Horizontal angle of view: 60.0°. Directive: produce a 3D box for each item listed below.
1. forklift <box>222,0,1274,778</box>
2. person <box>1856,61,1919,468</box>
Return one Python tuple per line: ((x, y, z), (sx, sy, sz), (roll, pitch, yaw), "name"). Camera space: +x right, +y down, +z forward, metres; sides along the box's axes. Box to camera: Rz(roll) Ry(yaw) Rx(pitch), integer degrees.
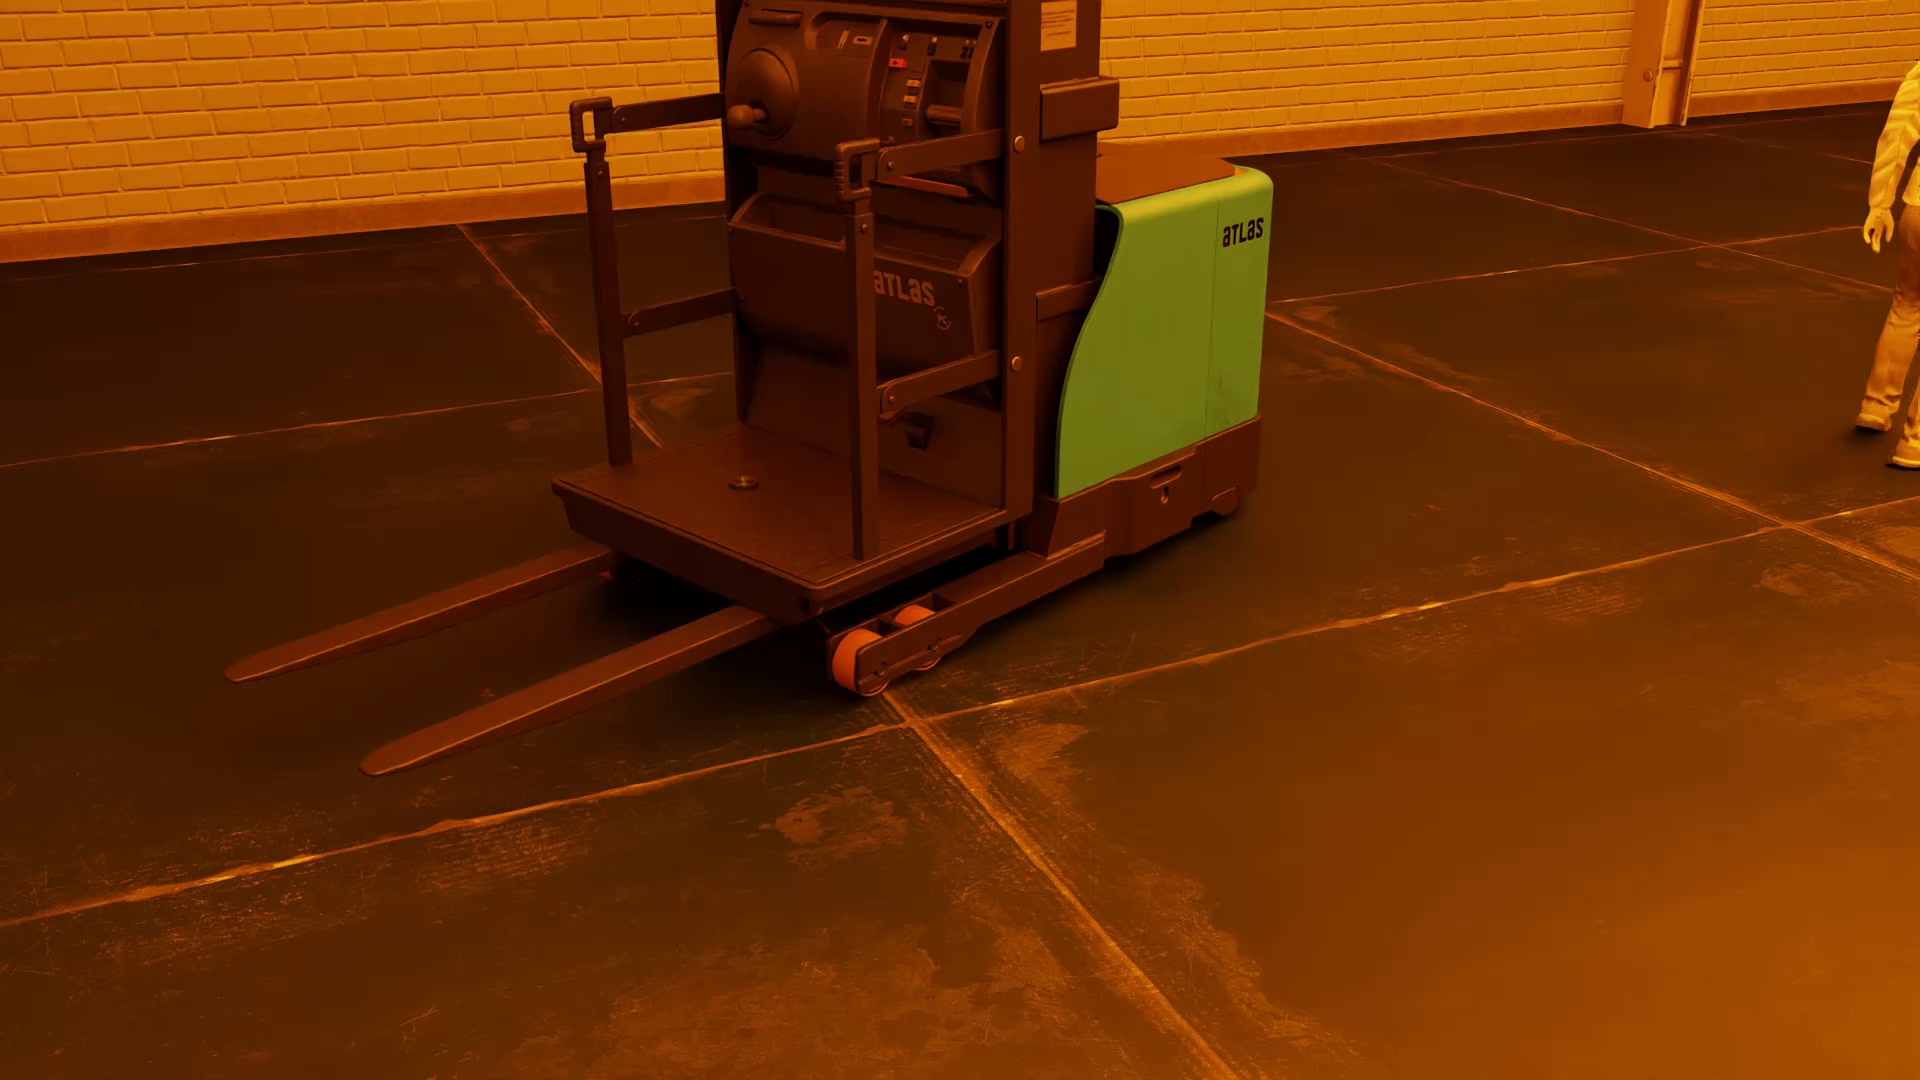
((-0.413, -1.182, 4.131), (1.130, 2.935, 3.031), (19, 29, 39), "forklift")
((3.375, -1.058, 5.578), (0.509, 1.720, 0.584), (-15, 27, -32), "person")
